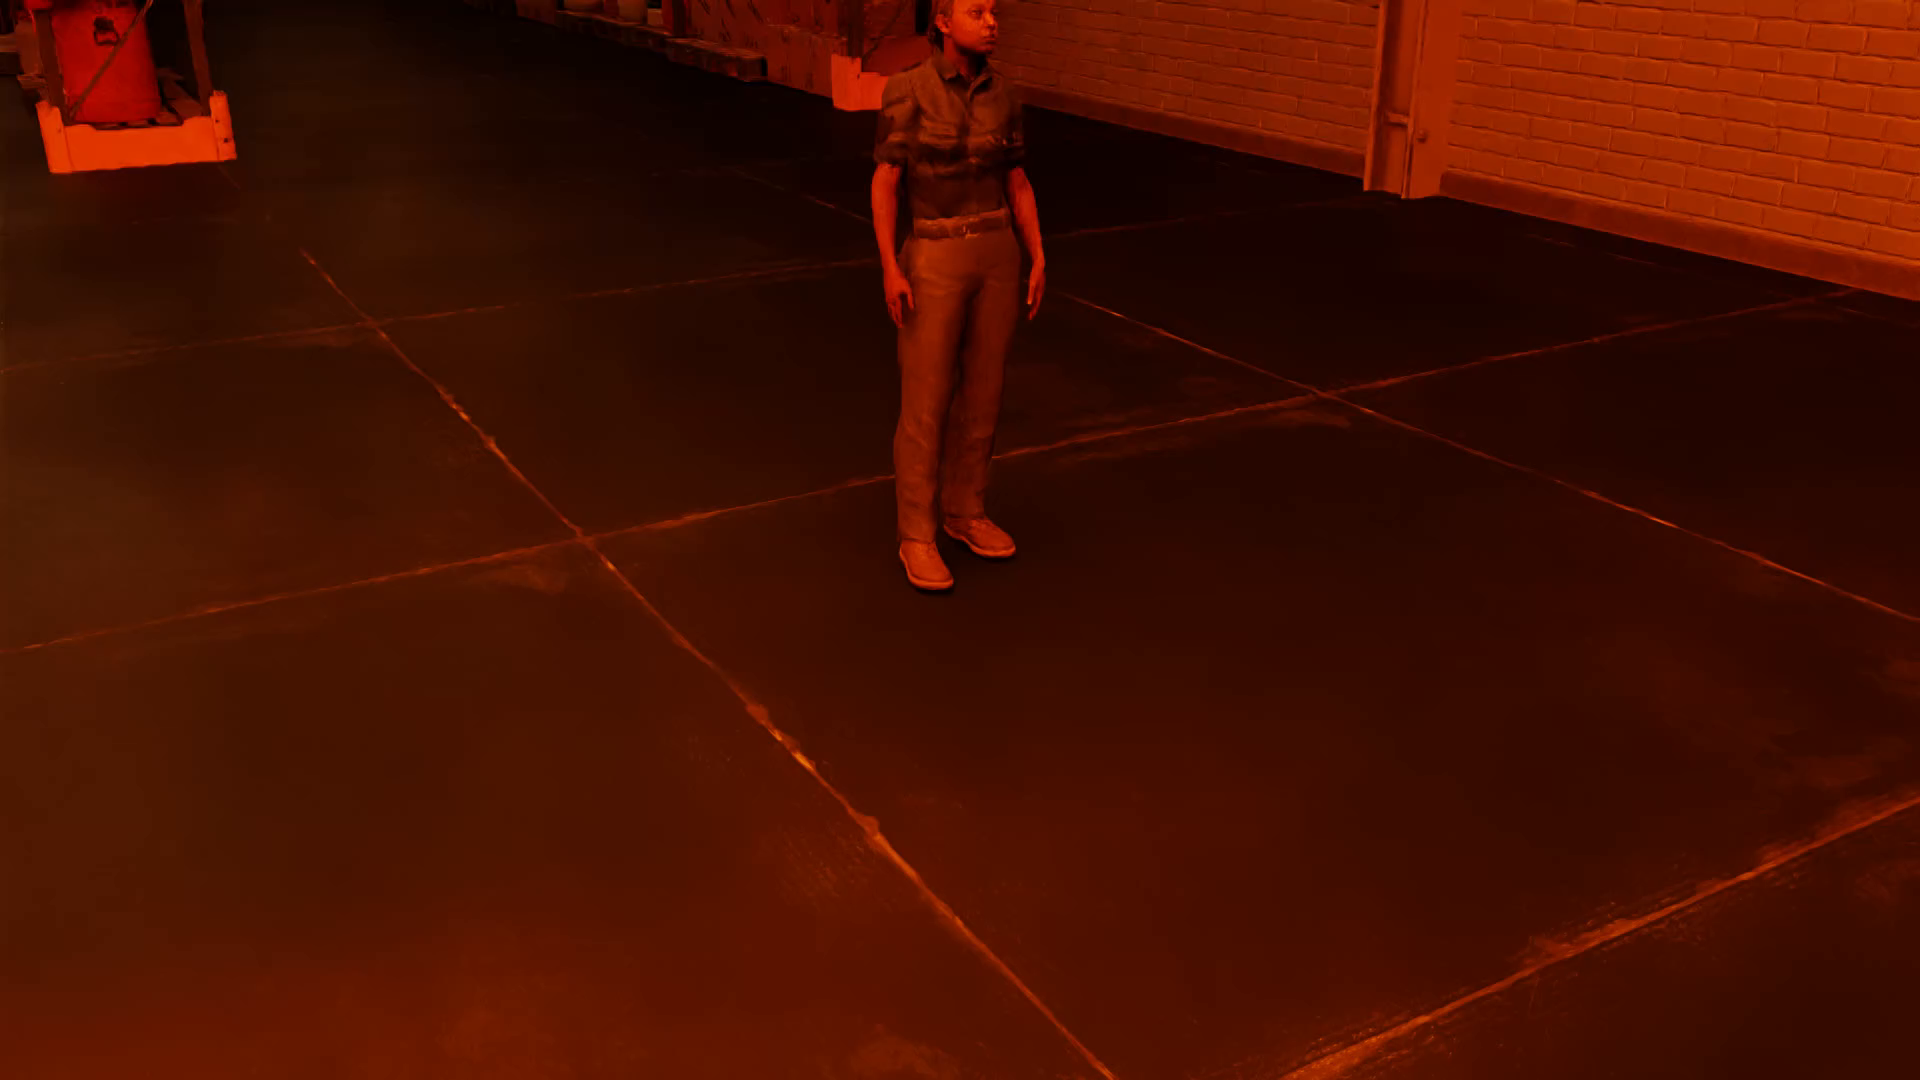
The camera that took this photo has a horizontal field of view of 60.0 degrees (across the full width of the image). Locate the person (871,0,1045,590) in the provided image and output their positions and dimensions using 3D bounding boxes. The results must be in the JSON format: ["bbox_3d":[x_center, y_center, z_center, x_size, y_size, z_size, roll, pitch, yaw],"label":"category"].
[{"bbox_3d":[0.027,-0.740,4.738,0.570,1.654,0.503,-12,25,-28],"label":"person"}]
